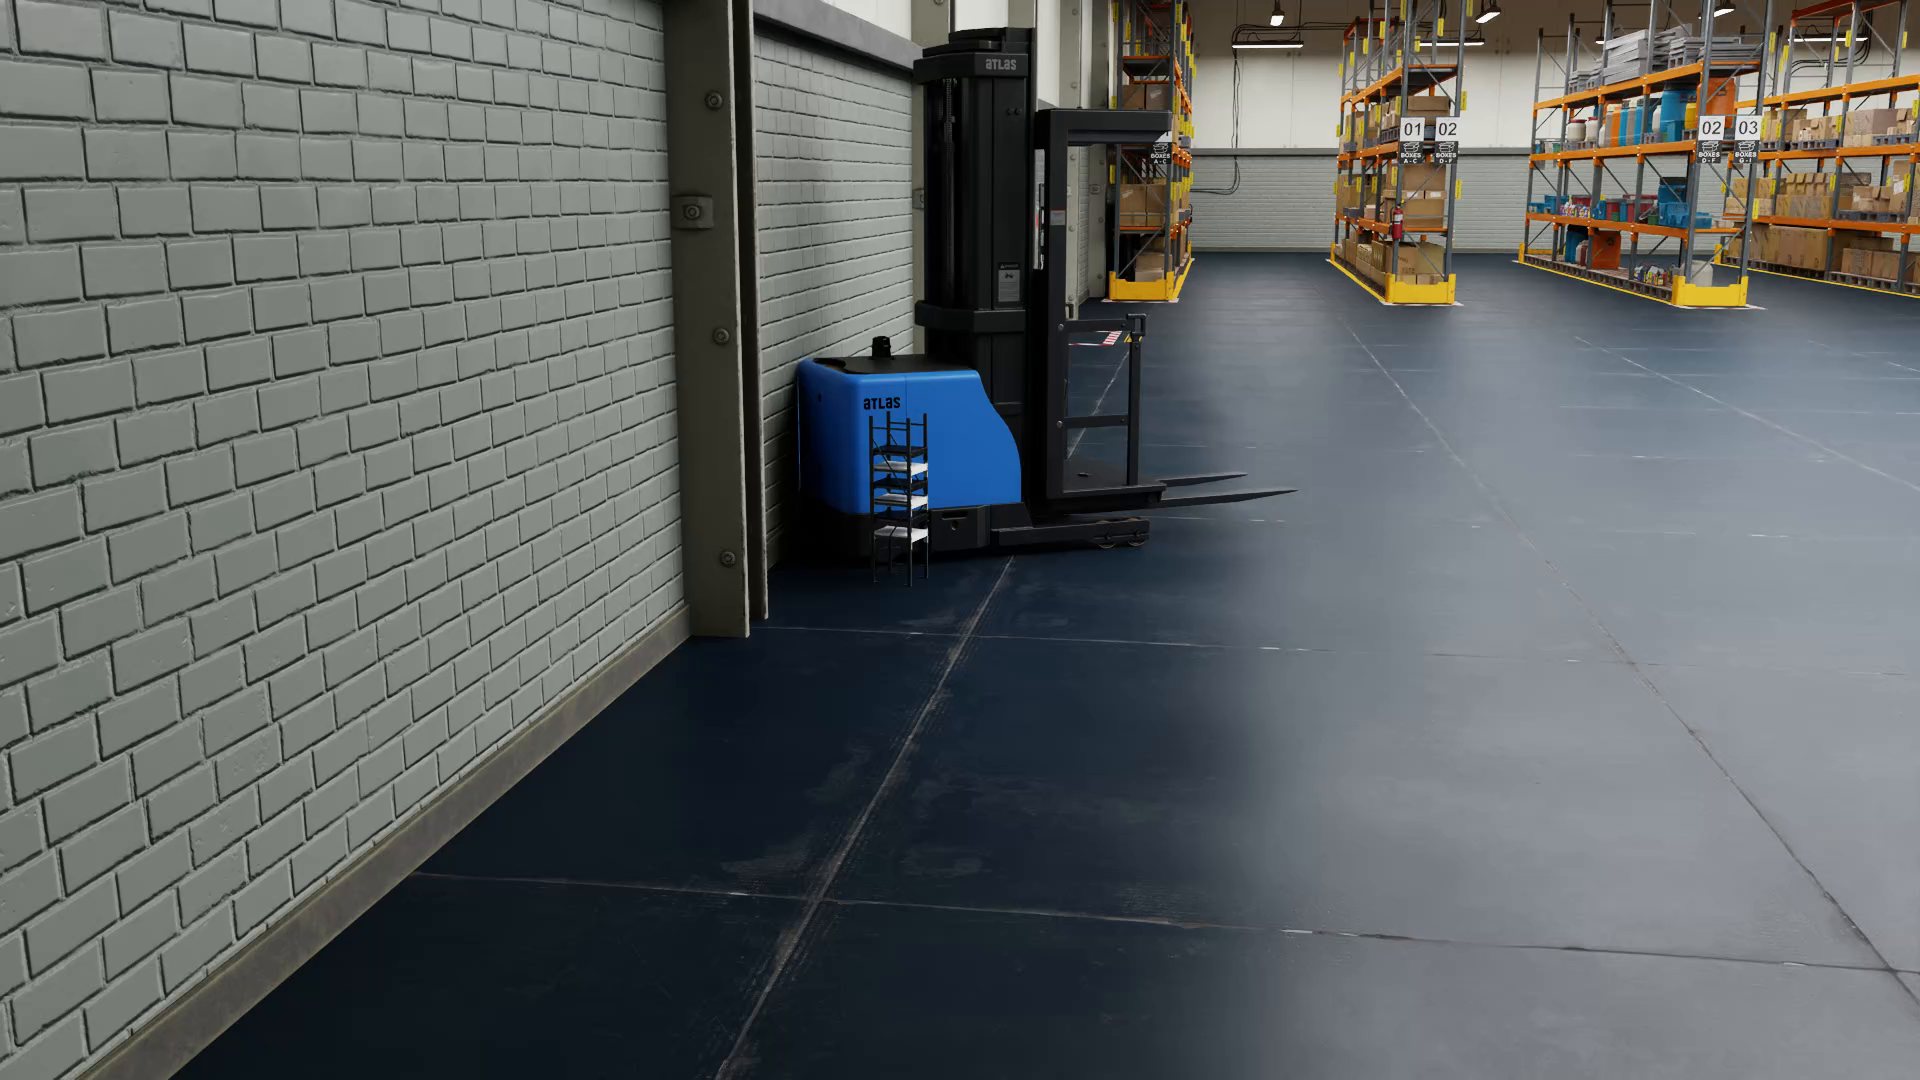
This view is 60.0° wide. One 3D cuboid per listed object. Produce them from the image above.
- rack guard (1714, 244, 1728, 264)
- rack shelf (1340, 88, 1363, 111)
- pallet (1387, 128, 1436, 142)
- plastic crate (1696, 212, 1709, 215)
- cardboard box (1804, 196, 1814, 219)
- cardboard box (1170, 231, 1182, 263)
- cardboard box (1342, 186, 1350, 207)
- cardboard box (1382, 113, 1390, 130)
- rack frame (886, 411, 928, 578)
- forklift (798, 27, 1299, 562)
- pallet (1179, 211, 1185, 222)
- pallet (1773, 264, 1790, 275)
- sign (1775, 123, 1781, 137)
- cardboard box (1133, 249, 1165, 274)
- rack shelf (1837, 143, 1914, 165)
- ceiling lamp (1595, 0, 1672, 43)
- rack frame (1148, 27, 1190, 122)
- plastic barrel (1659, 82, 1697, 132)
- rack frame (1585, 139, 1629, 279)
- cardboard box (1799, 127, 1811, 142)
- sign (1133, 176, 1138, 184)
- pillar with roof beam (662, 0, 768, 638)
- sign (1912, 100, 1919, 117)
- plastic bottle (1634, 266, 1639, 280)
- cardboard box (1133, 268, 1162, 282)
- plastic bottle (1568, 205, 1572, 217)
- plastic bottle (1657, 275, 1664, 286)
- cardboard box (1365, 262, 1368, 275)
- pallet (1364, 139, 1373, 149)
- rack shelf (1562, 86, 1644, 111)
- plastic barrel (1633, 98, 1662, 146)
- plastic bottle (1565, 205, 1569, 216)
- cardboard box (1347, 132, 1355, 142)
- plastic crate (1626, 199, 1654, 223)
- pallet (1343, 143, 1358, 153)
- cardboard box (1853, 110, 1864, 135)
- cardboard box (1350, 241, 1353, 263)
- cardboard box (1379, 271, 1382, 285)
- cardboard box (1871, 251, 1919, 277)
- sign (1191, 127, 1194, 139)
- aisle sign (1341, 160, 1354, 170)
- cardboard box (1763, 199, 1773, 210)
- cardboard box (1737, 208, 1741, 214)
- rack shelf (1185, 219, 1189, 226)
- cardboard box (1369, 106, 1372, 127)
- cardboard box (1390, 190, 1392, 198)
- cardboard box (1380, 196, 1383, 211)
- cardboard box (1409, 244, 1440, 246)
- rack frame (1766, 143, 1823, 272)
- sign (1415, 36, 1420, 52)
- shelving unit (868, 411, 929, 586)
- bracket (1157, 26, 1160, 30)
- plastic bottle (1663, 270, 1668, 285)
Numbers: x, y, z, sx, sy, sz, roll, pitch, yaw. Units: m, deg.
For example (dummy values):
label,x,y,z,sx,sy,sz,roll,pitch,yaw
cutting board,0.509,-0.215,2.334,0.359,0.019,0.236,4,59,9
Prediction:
label,x,y,z,sx,sy,sz,roll,pitch,yaw
rack guard,20.455,-7.506,43.634,1.175,0.500,0.348,2,12,9
rack shelf,10.355,-11.207,42.353,1.077,0.370,4.000,2,12,9
pallet,8.522,-7.538,30.940,1.003,0.211,1.213,2,12,9
plastic crate,13.809,-6.073,31.407,0.499,0.251,0.616,2,12,9
cardboard box,19.211,-7.429,37.107,0.500,0.500,0.500,1,12,7
cardboard box,4.780,-6.842,38.727,0.750,0.750,0.750,2,12,8
cardboard box,9.754,-8.375,40.498,0.700,0.500,0.500,-2,12,-10
cardboard box,8.396,-8.034,31.916,0.500,0.311,0.500,1,12,6
rack frame,-0.285,-0.243,8.986,0.240,0.900,0.006,5,13,24
forklift,0.588,-1.481,9.906,3.031,2.935,1.130,-5,13,-21
pallet,4.183,-6.767,34.727,1.003,0.211,1.213,2,12,9
pallet,19.791,-6.364,39.021,1.003,0.211,1.213,2,12,9
sign,19.287,-9.665,39.187,0.100,0.325,0.005,2,12,9
cardboard box,4.019,-5.853,34.921,0.700,0.500,0.500,2,12,11
rack shelf,18.913,-7.756,33.448,1.077,0.370,4.000,2,12,9
ceiling lamp,18.458,-15.146,45.059,2.000,3.185,0.800,2,12,9
rack frame,5.152,-11.304,41.086,1.000,3.000,0.127,2,12,9
plastic barrel,13.452,-8.098,31.143,0.600,0.901,0.708,2,12,9
rack frame,14.326,-7.218,36.365,1.000,3.000,0.127,2,12,9
cardboard box,19.578,-9.293,38.087,0.500,0.311,0.500,1,12,7
sign,3.988,-8.122,37.813,0.100,0.325,0.005,2,12,9
pillar with roof beam,3.123,-3.844,6.472,9.100,9.000,0.400,2,12,9
sign,18.056,-8.153,31.425,0.100,0.325,0.005,2,12,9
plastic bottle,13.229,-5.214,32.500,0.097,0.271,0.097,0,12,0
cardboard box,3.502,-4.915,31.019,0.500,0.311,0.500,0,12,2
plastic bottle,14.352,-7.713,38.958,0.152,0.276,0.135,2,12,9
plastic bottle,12.945,-4.796,30.726,0.097,0.201,0.097,0,12,0
cardboard box,8.674,-5.608,34.428,0.500,0.250,0.500,2,12,8
pallet,9.417,-8.609,36.148,1.213,0.211,1.003,2,12,11
rack shelf,14.634,-10.020,37.783,1.077,0.370,4.000,2,12,9
plastic barrel,13.575,-8.209,32.656,0.600,0.901,0.708,2,12,9
plastic bottle,14.393,-7.804,39.391,0.097,0.271,0.097,0,12,0
cardboard box,9.854,-9.959,41.135,0.500,0.250,0.500,2,12,9
plastic crate,13.483,-6.527,33.008,0.402,0.464,0.583,2,12,9
pallet,9.878,-9.453,40.061,1.213,0.211,1.003,2,12,9
cardboard box,18.812,-8.622,34.336,0.500,0.500,0.500,2,12,9
cardboard box,9.499,-6.792,39.277,0.500,0.500,0.500,1,12,7
cardboard box,8.133,-4.905,31.162,0.500,0.250,0.500,2,12,9
cardboard box,18.899,-5.560,33.562,0.700,0.500,0.500,1,12,4
sign,6.302,-11.044,45.086,0.100,0.325,0.005,2,12,9
aisle sign,10.383,-10.339,44.677,0.394,0.787,0.004,2,12,9
cardboard box,19.644,-8.062,39.934,0.500,0.250,0.500,2,12,8
cardboard box,19.914,-8.323,42.088,0.380,0.149,0.250,2,12,8
rack shelf,5.460,-8.436,43.726,1.077,0.370,4.000,2,12,9
cardboard box,9.663,-9.686,38.087,0.500,0.500,0.500,2,12,9
cardboard box,8.350,-6.540,31.444,0.380,0.149,0.250,2,12,8
cardboard box,9.110,-6.969,34.971,0.500,0.500,0.500,2,12,9
cardboard box,8.644,-5.255,31.005,0.500,0.500,0.500,2,12,9
rack frame,19.836,-7.890,39.484,1.000,3.000,0.127,2,12,9
sign,9.982,-10.829,36.286,0.100,0.325,0.005,2,12,9
shelving unit,-0.327,-0.224,8.895,0.258,0.900,0.210,5,13,24
bracket,5.216,-13.849,44.349,0.076,0.066,4.783,2,12,9
plastic bottle,13.117,-4.884,30.941,0.061,0.283,0.133,2,12,9
